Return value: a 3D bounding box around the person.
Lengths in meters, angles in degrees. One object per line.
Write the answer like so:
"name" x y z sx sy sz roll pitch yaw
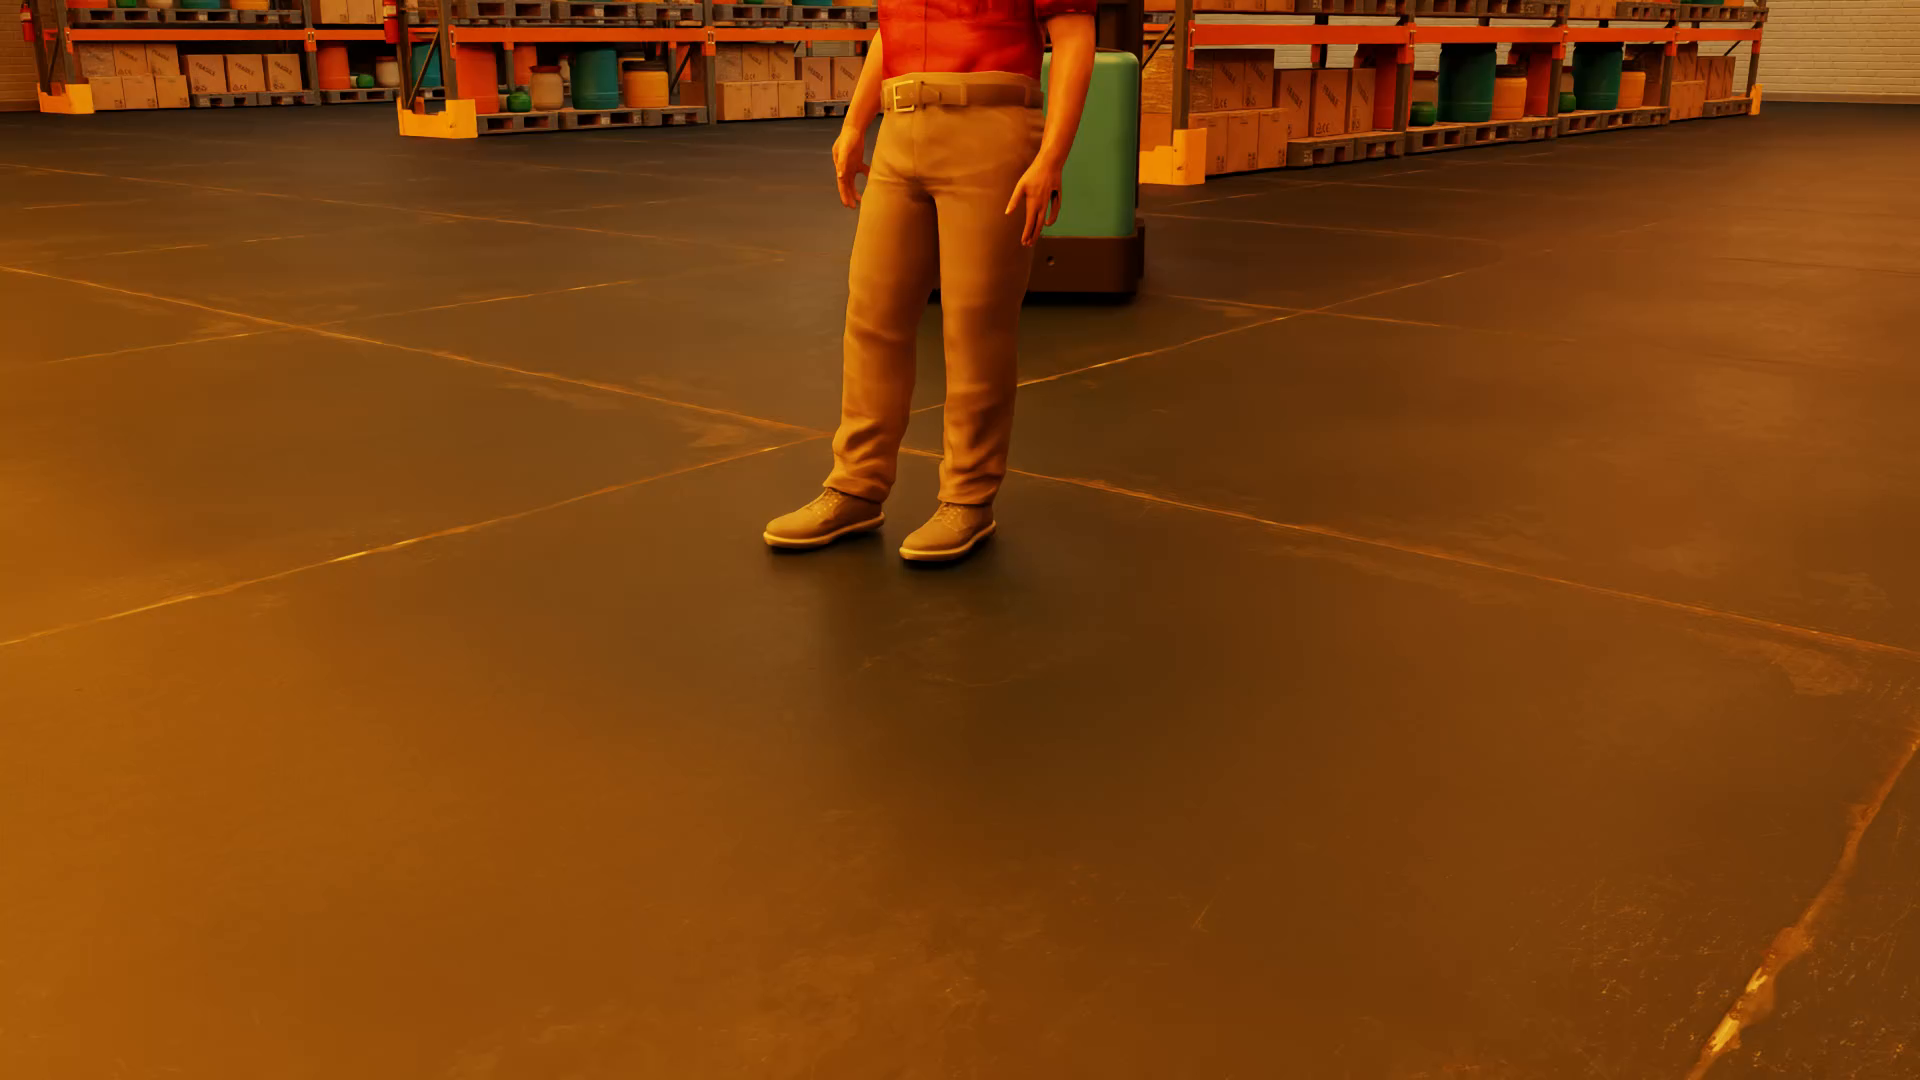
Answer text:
"person" -0.067 -0.816 3.630 0.640 1.727 0.551 13 21 37

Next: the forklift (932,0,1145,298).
"forklift" 0.378 -2.858 8.310 1.130 2.935 3.031 1 17 5
